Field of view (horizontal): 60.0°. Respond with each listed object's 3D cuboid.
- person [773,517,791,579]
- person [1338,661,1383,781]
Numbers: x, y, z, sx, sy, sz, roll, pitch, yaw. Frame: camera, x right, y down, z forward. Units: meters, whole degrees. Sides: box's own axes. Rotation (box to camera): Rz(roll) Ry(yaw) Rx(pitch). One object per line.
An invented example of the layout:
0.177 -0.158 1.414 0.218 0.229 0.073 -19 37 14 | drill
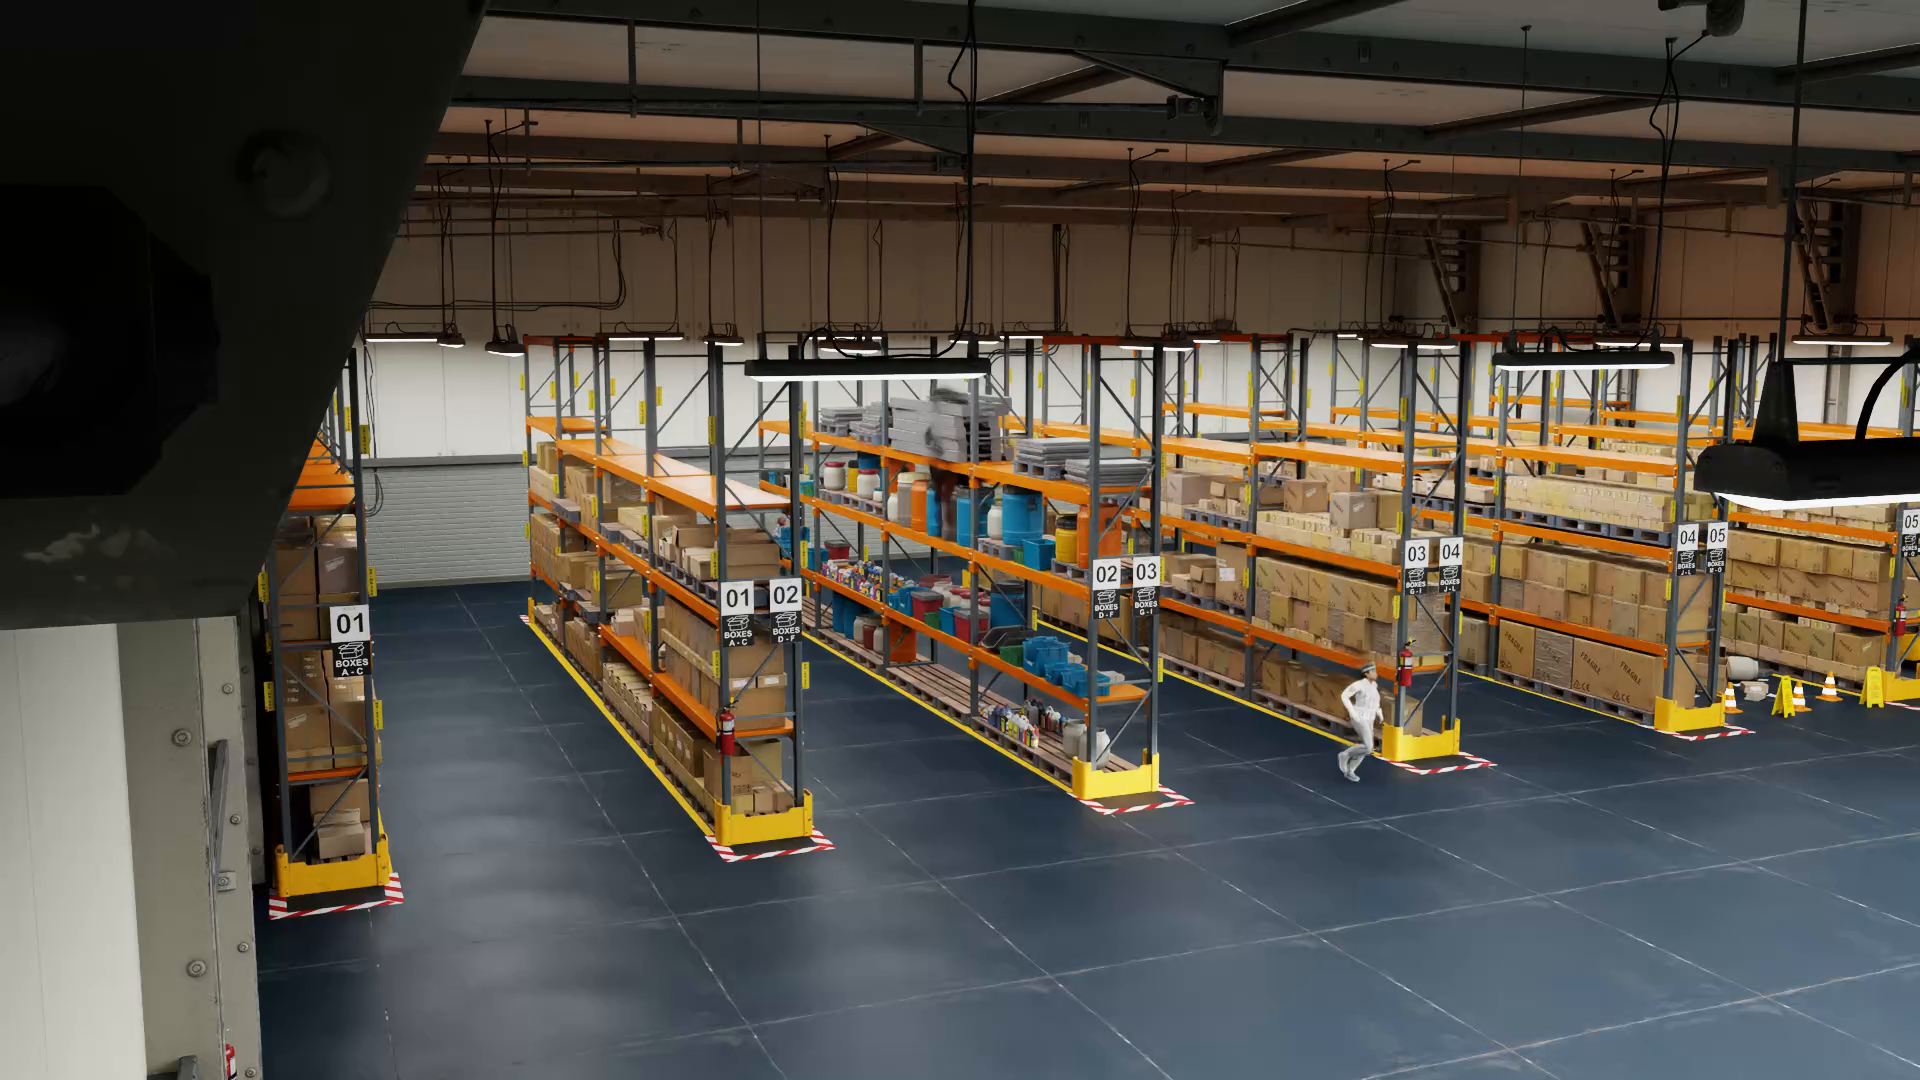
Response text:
-4.267 0.251 39.709 0.730 1.635 0.527 0 8 -3 | person
5.595 2.485 22.985 0.646 1.643 0.498 -7 10 -42 | person
